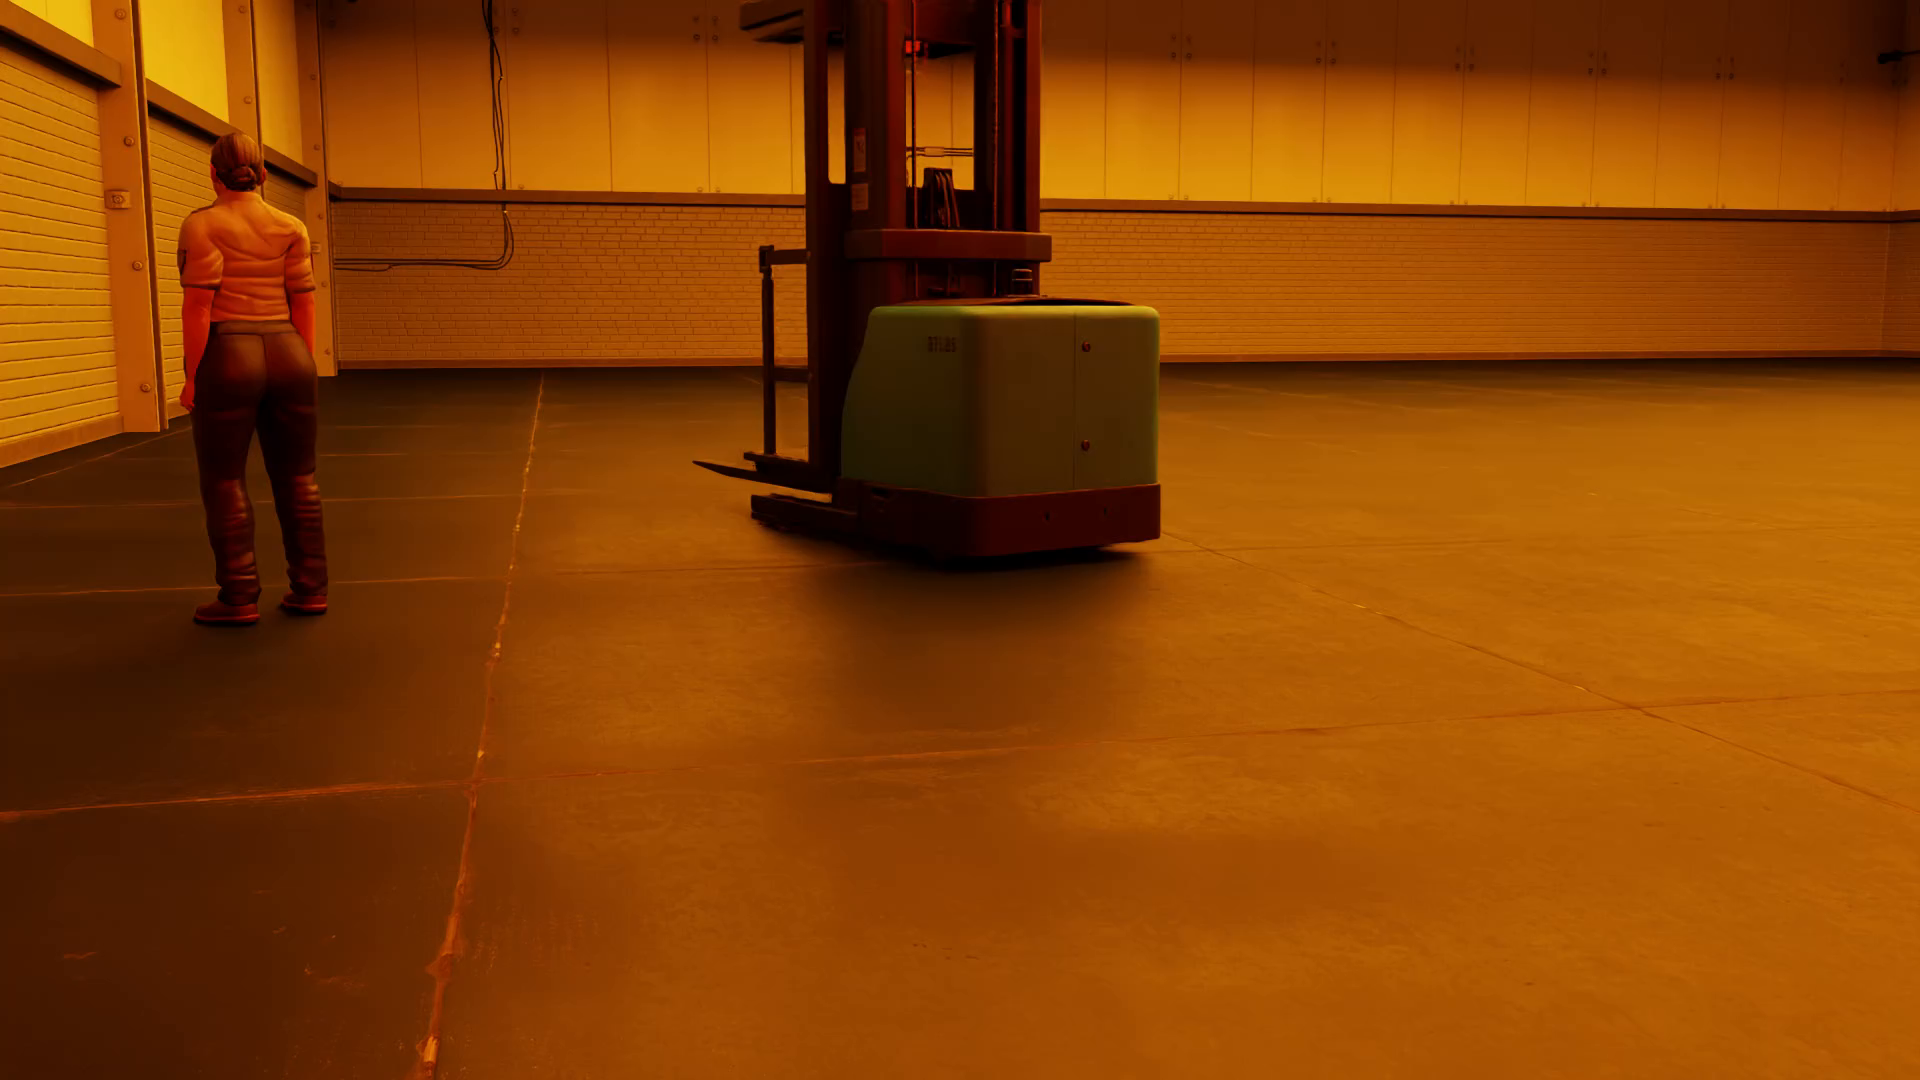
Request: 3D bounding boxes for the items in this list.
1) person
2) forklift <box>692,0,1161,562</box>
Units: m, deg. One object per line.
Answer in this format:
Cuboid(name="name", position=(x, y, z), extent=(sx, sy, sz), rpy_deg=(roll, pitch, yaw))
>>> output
Cuboid(name="person", position=(-2.431, -0.548, 5.695), extent=(0.348, 1.653, 0.479), rpy_deg=(7, 11, 41))
Cuboid(name="forklift", position=(-0.368, -1.522, 8.008), extent=(1.130, 2.935, 3.031), rpy_deg=(-5, 10, -34))
